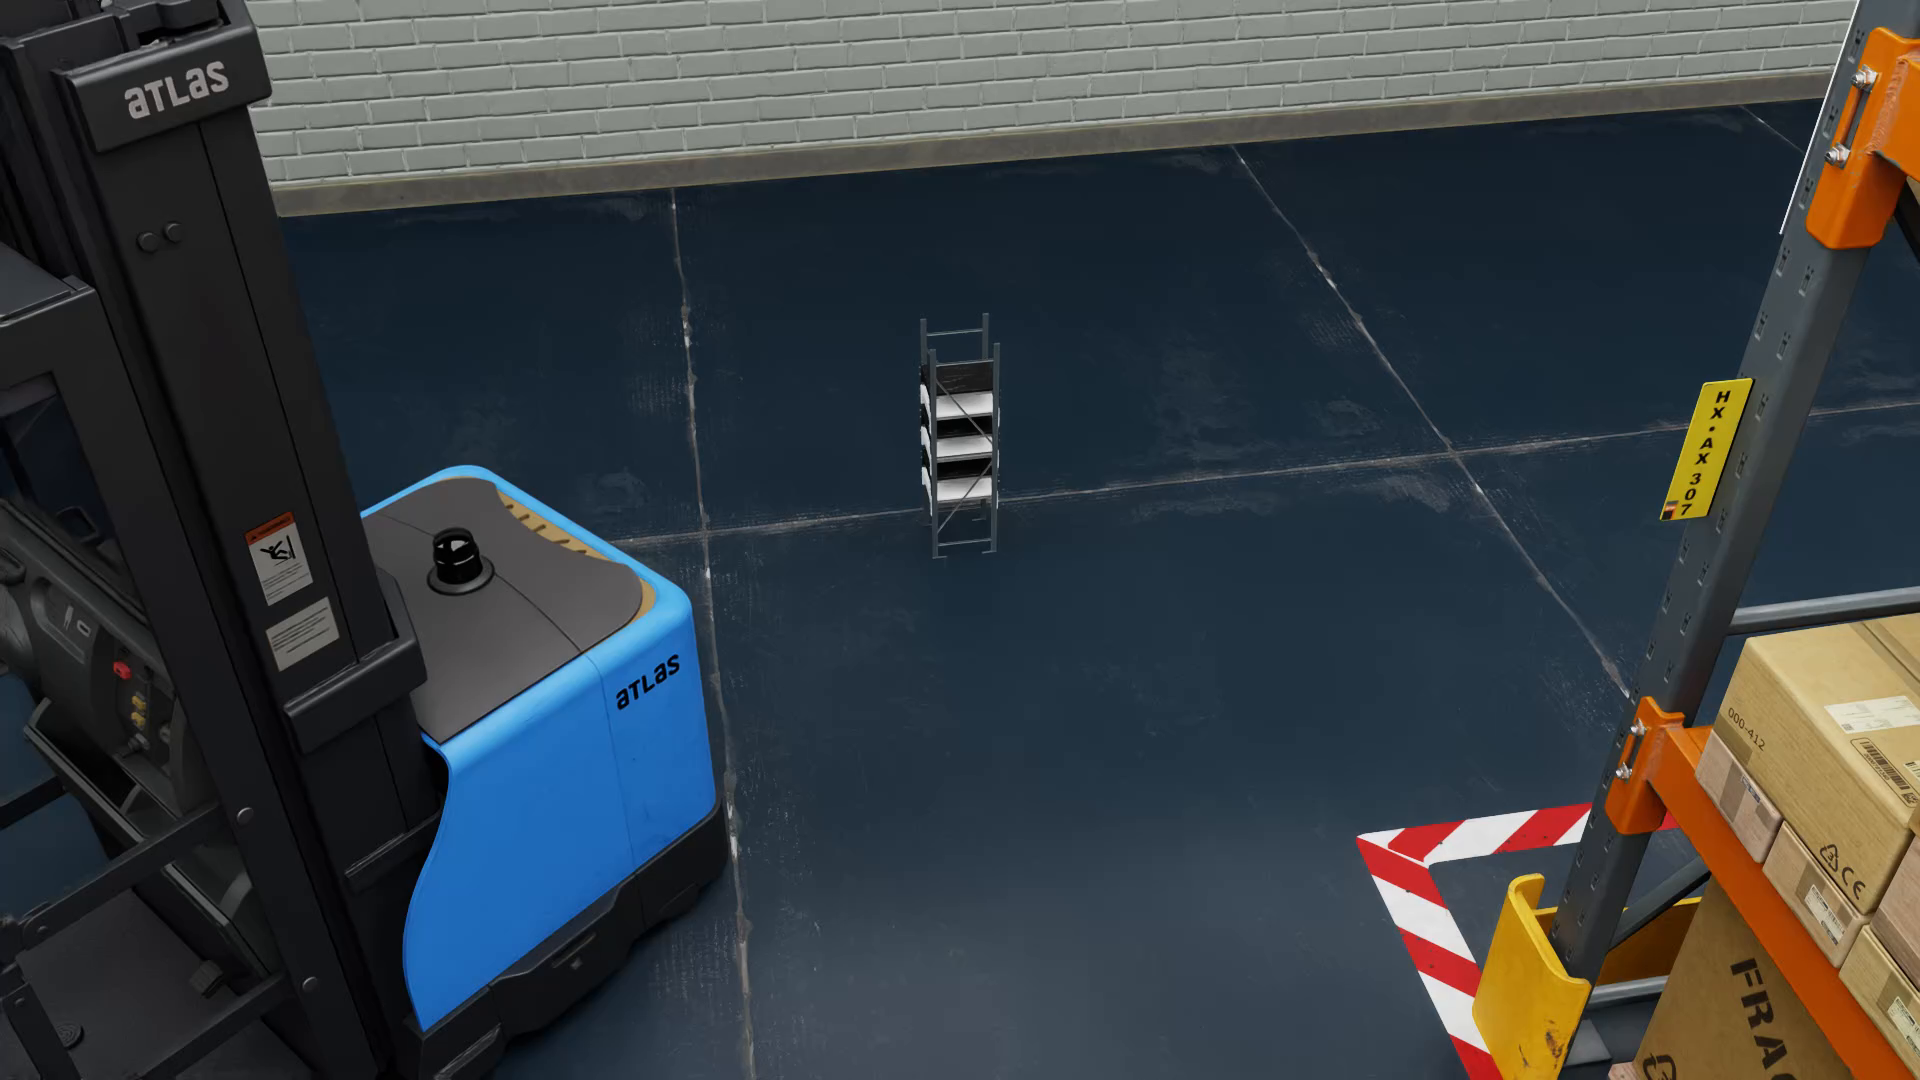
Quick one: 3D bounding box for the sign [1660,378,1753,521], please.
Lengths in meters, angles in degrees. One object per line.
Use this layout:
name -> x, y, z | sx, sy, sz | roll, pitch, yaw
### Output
sign -> 1.459, -0.173, 3.258 | 0.100, 0.325, 0.005 | -6, 38, -8

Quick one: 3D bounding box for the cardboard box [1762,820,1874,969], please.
cardboard box -> 1.791, 0.648, 3.176 | 0.380, 0.149, 0.250 | -7, 38, -9

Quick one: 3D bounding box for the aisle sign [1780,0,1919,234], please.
aisle sign -> 1.699, -0.894, 2.837 | 0.394, 0.787, 0.004 | -6, 38, -8

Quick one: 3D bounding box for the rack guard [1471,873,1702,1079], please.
rack guard -> 2.003, 1.117, 4.405 | 1.175, 0.500, 0.348 | -6, 38, -8

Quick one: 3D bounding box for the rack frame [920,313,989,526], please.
rack frame -> -0.019, -0.422, 6.059 | 0.240, 0.900, 0.006 | -6, 38, -8

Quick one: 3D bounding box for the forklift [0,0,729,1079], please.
forklift -> -2.025, 0.327, 3.440 | 1.130, 2.935, 3.031 | 28, 46, 31

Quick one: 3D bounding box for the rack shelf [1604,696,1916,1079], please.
rack shelf -> 2.358, 1.636, 2.286 | 1.077, 0.370, 4.000 | -6, 38, -8

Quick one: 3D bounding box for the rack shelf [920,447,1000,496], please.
rack shelf -> -0.001, -0.263, 6.056 | 0.258, 0.077, 0.200 | -6, 38, -8

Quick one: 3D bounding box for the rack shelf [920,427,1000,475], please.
rack shelf -> -0.001, -0.334, 6.001 | 0.258, 0.077, 0.200 | -6, 38, -8

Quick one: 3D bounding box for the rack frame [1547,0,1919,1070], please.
rack frame -> 2.007, 0.144, 3.620 | 1.000, 3.000, 0.127 | -6, 38, -8

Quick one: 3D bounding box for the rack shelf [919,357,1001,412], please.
rack shelf -> -0.001, -0.547, 5.835 | 0.258, 0.077, 0.200 | -6, 38, -8

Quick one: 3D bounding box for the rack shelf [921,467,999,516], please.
rack shelf -> -0.001, -0.192, 6.111 | 0.258, 0.077, 0.200 | -6, 38, -8

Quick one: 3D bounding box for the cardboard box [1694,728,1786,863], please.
cardboard box -> 1.744, 0.493, 3.375 | 0.380, 0.149, 0.250 | -6, 38, -7

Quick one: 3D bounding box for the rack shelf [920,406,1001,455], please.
rack shelf -> -0.001, -0.405, 5.945 | 0.258, 0.077, 0.200 | -6, 38, -8

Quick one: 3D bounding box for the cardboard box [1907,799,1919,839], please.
cardboard box -> 1.913, 0.410, 2.545 | 0.500, 0.500, 0.500 | -7, 38, -9

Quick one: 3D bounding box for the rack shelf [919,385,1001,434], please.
rack shelf -> -0.001, -0.476, 5.890 | 0.258, 0.077, 0.200 | -6, 38, -8

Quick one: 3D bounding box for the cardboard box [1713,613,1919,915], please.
cardboard box -> 1.825, 0.405, 3.164 | 0.500, 0.250, 0.500 | -7, 38, -9

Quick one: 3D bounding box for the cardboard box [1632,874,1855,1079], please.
cardboard box -> 2.198, 1.195, 3.656 | 0.875, 0.875, 0.875 | -6, 38, -8

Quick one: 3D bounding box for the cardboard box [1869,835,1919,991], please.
cardboard box -> 1.923, 0.718, 2.761 | 0.500, 0.250, 0.500 | -7, 38, -9

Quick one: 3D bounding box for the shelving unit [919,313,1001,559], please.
shelving unit -> -0.001, -0.360, 5.980 | 0.258, 0.900, 0.210 | -6, 38, -8

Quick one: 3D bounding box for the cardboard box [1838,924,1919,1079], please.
cardboard box -> 1.836, 0.802, 2.977 | 0.380, 0.149, 0.250 | -7, 38, -9

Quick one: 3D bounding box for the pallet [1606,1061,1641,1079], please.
pallet -> 2.224, 1.720, 3.865 | 1.003, 0.211, 1.213 | -6, 38, -8

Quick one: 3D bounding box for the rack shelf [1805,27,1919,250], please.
rack shelf -> 2.358, 0.451, 1.365 | 1.077, 0.370, 4.000 | -6, 38, -8

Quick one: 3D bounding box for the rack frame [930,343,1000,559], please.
rack frame -> 0.016, -0.299, 5.901 | 0.240, 0.900, 0.006 | -6, 38, -8
